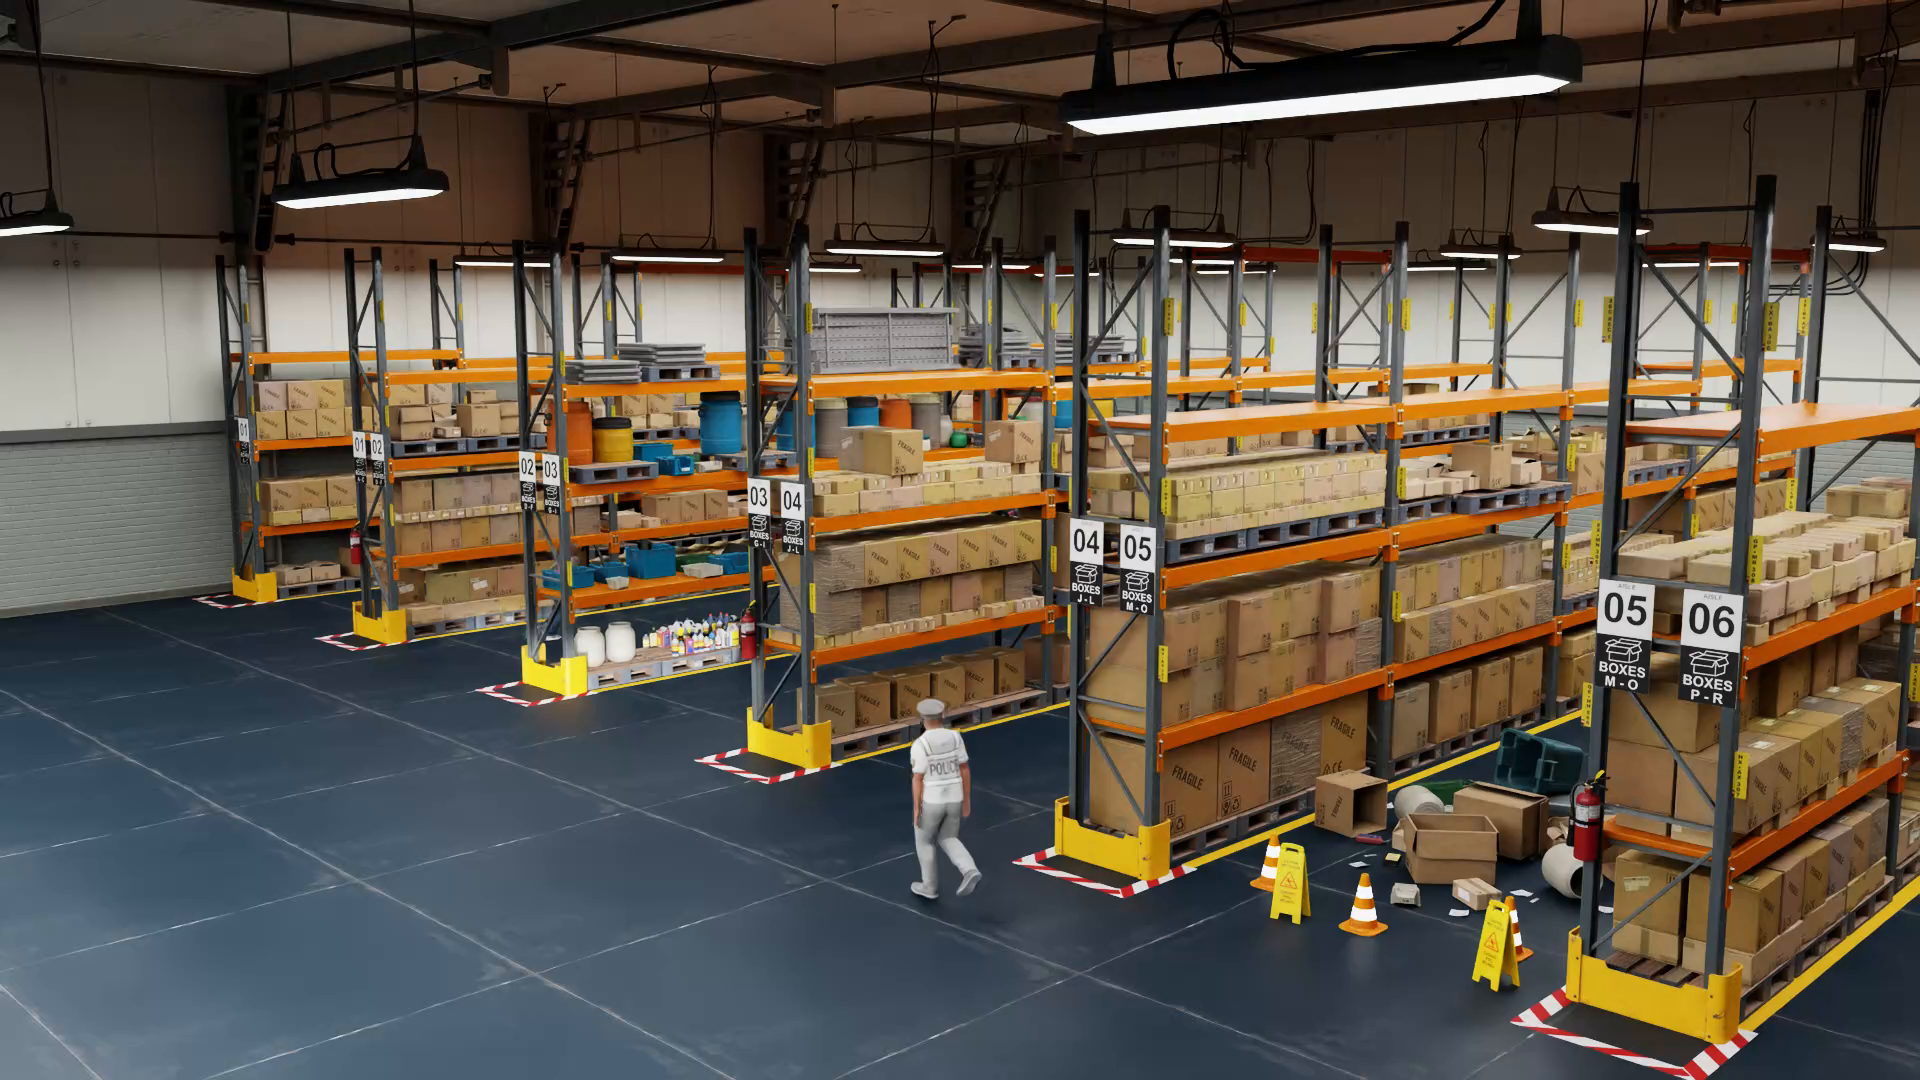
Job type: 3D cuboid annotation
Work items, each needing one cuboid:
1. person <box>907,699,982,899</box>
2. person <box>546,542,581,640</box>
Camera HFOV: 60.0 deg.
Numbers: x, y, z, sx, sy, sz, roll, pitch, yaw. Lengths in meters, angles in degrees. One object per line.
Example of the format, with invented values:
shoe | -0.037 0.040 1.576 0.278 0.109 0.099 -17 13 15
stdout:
person | -0.145 2.261 14.379 0.542 1.741 0.710 -6 10 -36
person | -6.133 0.782 25.838 0.754 1.493 0.546 -7 11 -42
